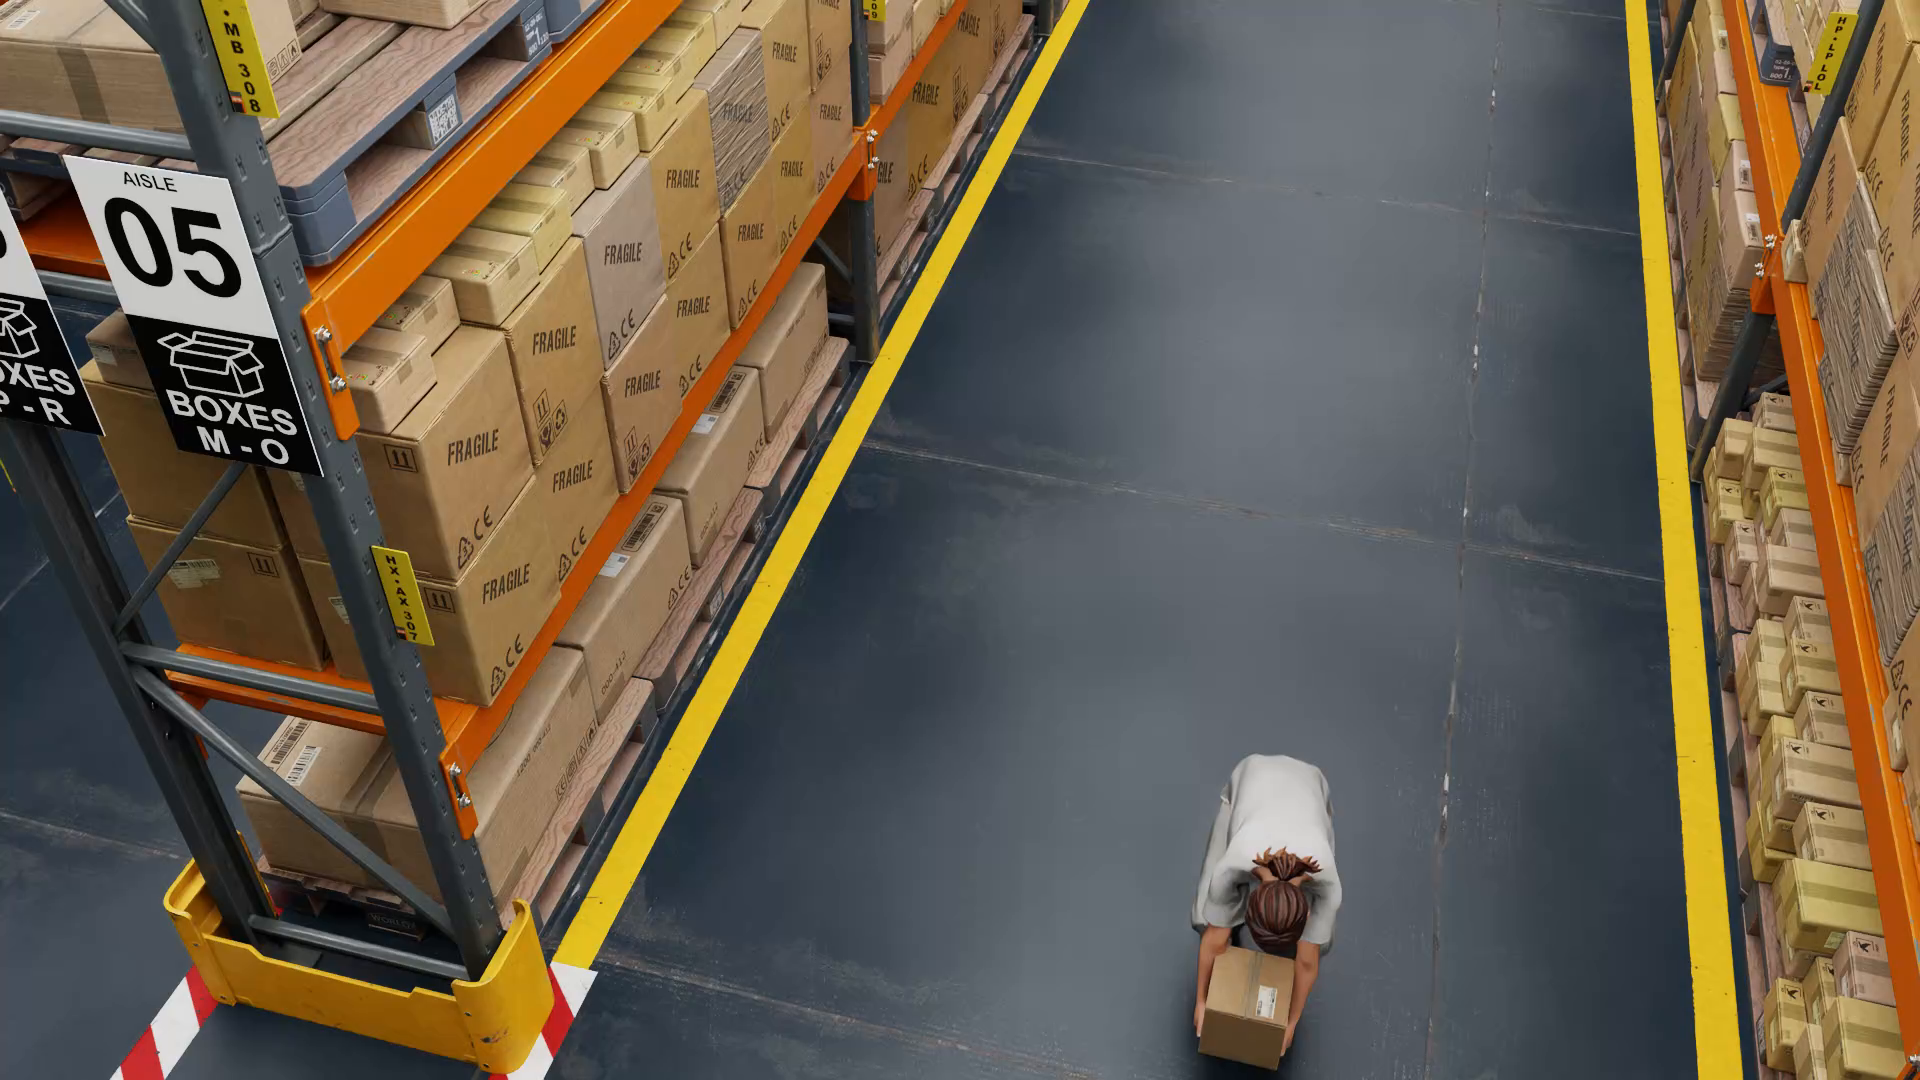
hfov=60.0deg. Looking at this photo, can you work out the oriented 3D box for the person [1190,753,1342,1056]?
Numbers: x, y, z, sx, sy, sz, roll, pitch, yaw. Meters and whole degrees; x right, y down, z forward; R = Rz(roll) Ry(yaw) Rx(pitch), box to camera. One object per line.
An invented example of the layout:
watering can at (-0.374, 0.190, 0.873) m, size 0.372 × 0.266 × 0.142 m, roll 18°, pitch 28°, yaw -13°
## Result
person at (0.991, 1.161, 5.385) m, size 0.462 × 0.949 × 0.854 m, roll 9°, pitch 42°, yaw 10°
